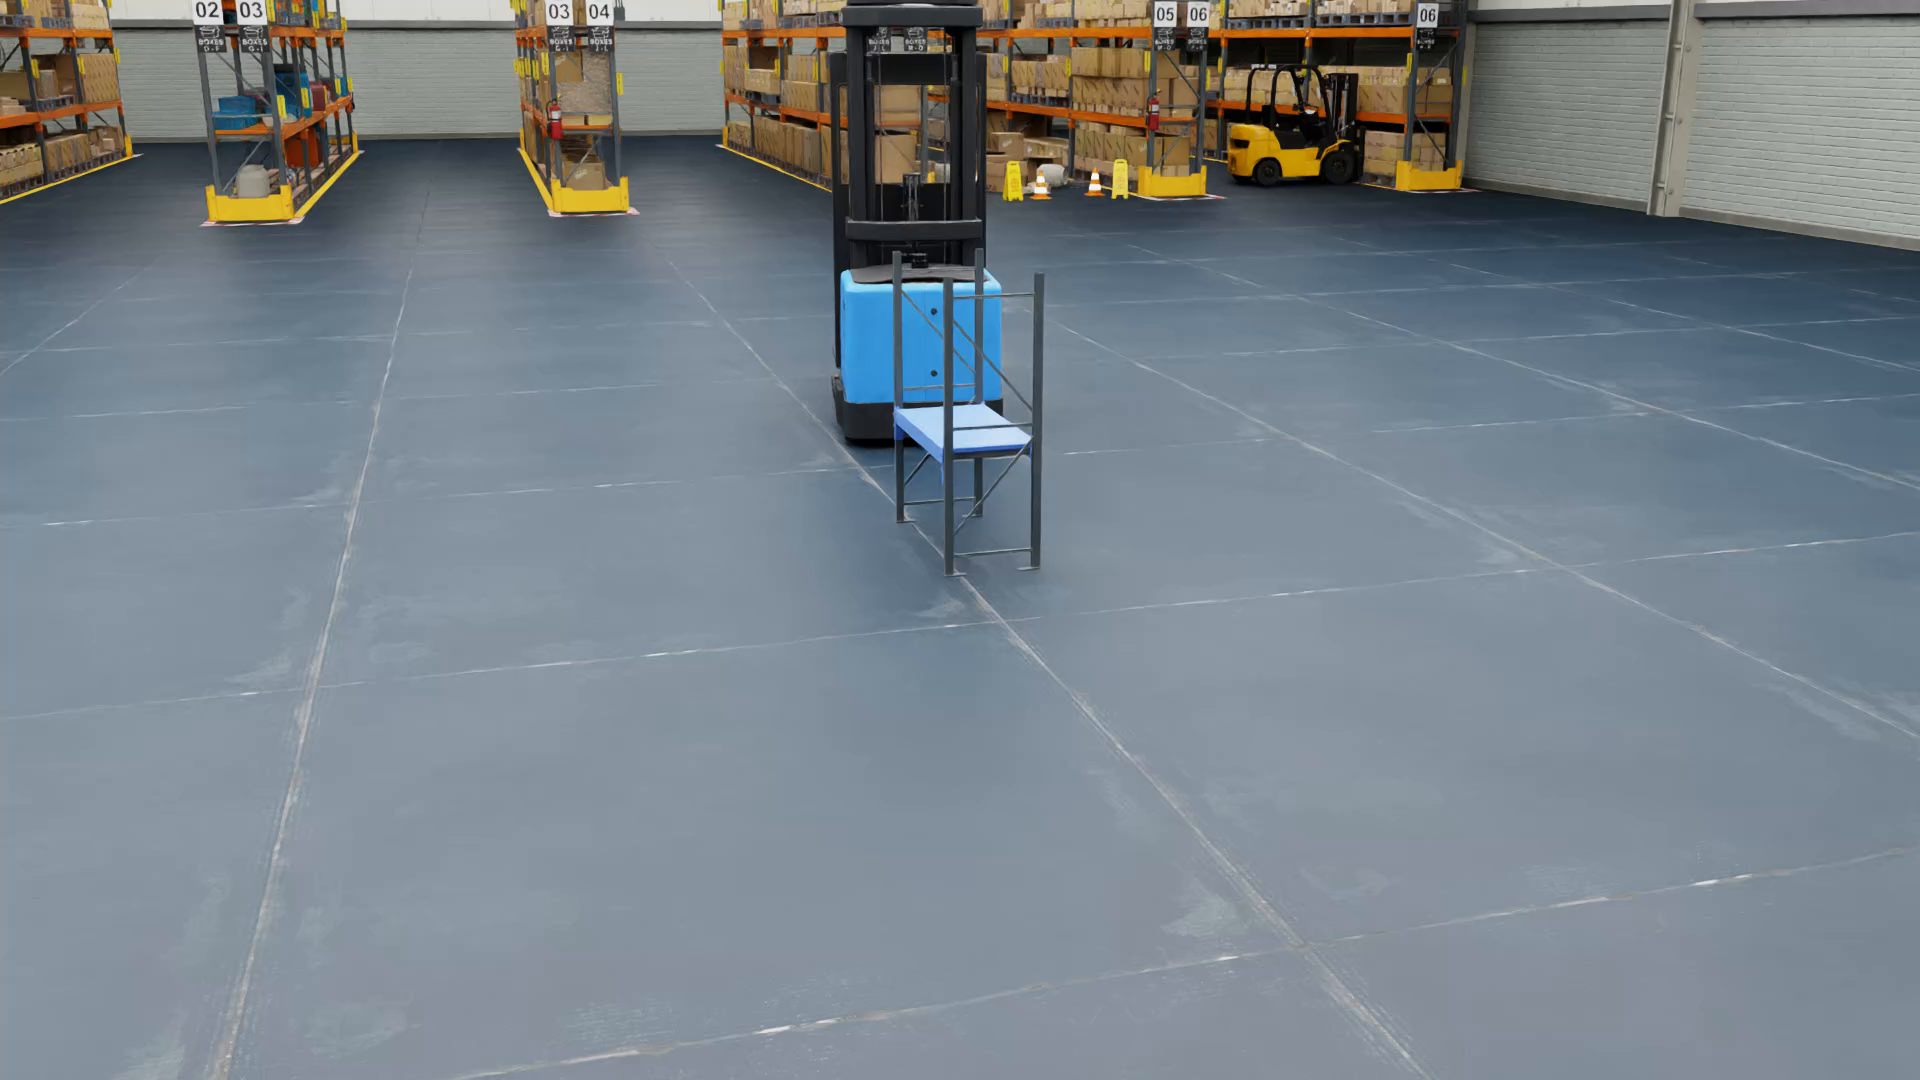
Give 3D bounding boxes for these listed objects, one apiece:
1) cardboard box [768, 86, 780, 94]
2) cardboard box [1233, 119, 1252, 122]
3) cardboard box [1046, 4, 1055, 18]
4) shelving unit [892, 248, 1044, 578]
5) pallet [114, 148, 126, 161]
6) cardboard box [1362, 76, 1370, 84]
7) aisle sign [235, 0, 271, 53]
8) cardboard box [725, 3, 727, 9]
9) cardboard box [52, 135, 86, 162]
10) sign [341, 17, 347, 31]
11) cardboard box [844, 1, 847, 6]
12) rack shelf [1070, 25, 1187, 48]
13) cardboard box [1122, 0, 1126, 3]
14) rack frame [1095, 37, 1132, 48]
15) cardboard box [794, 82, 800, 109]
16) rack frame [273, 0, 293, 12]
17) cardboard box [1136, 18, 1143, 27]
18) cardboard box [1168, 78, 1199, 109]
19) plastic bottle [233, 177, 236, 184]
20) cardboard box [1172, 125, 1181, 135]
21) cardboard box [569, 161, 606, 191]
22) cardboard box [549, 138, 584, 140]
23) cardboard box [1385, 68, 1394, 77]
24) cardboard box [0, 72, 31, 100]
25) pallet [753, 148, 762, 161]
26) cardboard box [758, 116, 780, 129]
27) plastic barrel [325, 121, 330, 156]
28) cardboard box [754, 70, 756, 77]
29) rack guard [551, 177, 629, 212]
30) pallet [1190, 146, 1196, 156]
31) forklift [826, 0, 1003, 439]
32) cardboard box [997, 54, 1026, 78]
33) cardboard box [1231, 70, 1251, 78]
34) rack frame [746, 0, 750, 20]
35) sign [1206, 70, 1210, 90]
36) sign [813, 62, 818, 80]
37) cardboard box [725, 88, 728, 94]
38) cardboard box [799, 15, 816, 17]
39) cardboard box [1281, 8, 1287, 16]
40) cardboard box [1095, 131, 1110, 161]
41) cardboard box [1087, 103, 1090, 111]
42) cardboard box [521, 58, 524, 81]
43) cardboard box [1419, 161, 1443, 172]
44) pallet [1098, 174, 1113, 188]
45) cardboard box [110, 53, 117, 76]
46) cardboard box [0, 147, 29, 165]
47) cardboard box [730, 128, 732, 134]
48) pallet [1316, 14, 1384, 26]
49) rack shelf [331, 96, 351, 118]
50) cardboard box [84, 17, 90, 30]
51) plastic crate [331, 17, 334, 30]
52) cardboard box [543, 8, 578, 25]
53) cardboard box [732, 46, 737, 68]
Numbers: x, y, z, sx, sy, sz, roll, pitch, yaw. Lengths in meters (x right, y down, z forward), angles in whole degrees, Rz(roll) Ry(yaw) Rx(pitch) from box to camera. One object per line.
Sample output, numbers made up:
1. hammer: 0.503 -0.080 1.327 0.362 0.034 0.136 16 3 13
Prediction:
1. cardboard box: -3.800 -9.398 34.731 0.380 0.149 0.250 -4 17 -14
2. cardboard box: 6.437 -9.513 37.896 0.380 0.149 0.250 -4 17 -12
3. cardboard box: 2.035 -10.527 33.101 0.500 0.250 0.500 -4 17 -15
4. shelving unit: 0.023 -0.695 8.658 0.538 1.500 1.048 -5 17 -15
5. pallet: -19.503 -8.706 37.570 1.003 0.211 1.213 -5 17 -15
6. cardboard box: 7.738 -8.602 31.074 0.380 0.149 0.250 -5 17 -15
7. aisle sign: -10.282 -7.497 24.176 0.394 0.787 0.004 -5 17 -15
8. cardboard box: -5.494 -12.965 40.383 0.380 0.149 0.250 -5 17 -15
9. cardboard box: -18.106 -7.939 33.749 0.500 0.500 0.500 -5 17 -15
10. sign: -14.456 -12.109 39.016 0.100 0.325 0.005 -5 17 -15
11. cardboard box: -1.721 -8.916 27.740 0.380 0.149 0.250 -5 17 -16
12. rack shelf: 3.158 -9.069 29.965 1.077 0.370 4.000 -5 17 -15
13. cardboard box: 3.082 -9.552 29.375 0.380 0.149 0.250 -5 17 -17
14. rack frame: 4.082 -12.243 44.495 1.000 3.000 0.127 -5 17 -15
15. cardboard box: -2.944 -8.702 32.532 0.500 0.500 0.500 -5 17 -16
16. rack frame: -11.683 -10.228 27.360 1.000 3.000 0.127 -5 17 -15
17. cardboard box: 3.240 -8.883 28.532 0.380 0.149 0.250 -5 17 -15
18. cardboard box: 3.844 -7.767 28.904 0.500 0.500 0.500 -5 17 -16
19. plastic bottle: -11.559 -5.662 26.546 0.061 0.283 0.133 -4 17 -14
20. cardboard box: 5.386 -9.704 39.658 0.500 0.500 0.500 -5 17 -17
21. cardboard box: -5.977 -5.818 26.722 0.500 0.500 0.500 -1 17 -5
22. cardboard box: -7.816 -7.683 32.895 0.700 0.500 0.500 -6 18 -18
23. cardboard box: 7.982 -8.536 30.338 0.380 0.149 0.250 -4 17 -14
24. cardboard box: -17.827 -8.485 31.082 0.700 0.500 0.500 -12 20 -34
25. pallet: -4.107 -8.773 37.790 1.003 0.211 1.213 -5 17 -15
26. cardboard box: -4.224 -9.314 37.057 0.500 0.250 0.500 -4 17 -14
27. plastic barrel: -13.748 -8.612 35.326 0.600 0.901 0.708 -5 17 -15
28. cardboard box: -4.300 -10.186 36.322 0.380 0.149 0.250 -4 17 -13
29. rack guard: -5.842 -5.464 26.273 1.175 0.500 0.348 -5 17 -15
30. pallet: 5.780 -9.241 39.348 1.003 0.211 1.213 -5 17 -15
31. forklift: -0.385 -2.442 11.988 1.130 2.935 3.031 -2 17 -6
32. cardboard box: 1.115 -10.285 36.067 0.500 0.500 0.500 -5 17 -17
33. cardboard box: 6.159 -10.203 36.404 0.380 0.149 0.250 -4 17 -14
34. rack frame: -4.322 -13.197 37.243 1.000 3.000 0.127 -5 17 -15
35. sign: 4.229 -7.881 28.470 0.100 0.325 0.005 -5 17 -15
36. sign: -2.643 -8.582 30.432 0.100 0.325 0.005 -5 17 -15
37. cardboard box: -5.648 -11.194 41.441 0.380 0.149 0.250 -5 17 -16
38. cardboard box: -3.124 -10.881 34.572 0.500 0.500 0.500 -5 17 -15
39. cardboard box: 6.785 -10.769 33.907 0.380 0.149 0.250 -5 17 -15
40. cardboard box: 2.810 -7.298 30.780 0.500 0.500 0.500 -4 17 -12
41. cardboard box: 2.608 -8.160 31.341 0.380 0.149 0.250 -5 17 -16
42. cardboard box: -9.636 -10.634 37.580 0.500 0.500 0.500 -5 17 -15
43. cardboard box: 8.532 -6.853 30.600 0.500 0.250 0.500 -5 17 -15
44. pallet: 3.165 -6.673 30.801 1.003 0.211 1.213 -5 17 -15
45. cardboard box: -19.357 -10.709 37.477 0.500 0.500 0.500 -5 17 -16
46. cardboard box: -16.880 -6.815 29.501 0.500 0.311 0.500 -5 17 -16
47. cardboard box: -5.503 -10.163 41.279 0.380 0.149 0.250 -5 17 -16
48. pallet: 7.639 -10.084 32.247 1.003 0.211 1.213 -5 17 -15
49. rack shelf: -14.431 -9.776 37.535 1.077 0.370 4.000 -5 17 -15
50. cardboard box: -18.810 -10.973 35.315 0.500 0.250 0.500 -5 17 -15
51. plastic crate: -13.959 -11.307 36.393 0.497 0.269 0.590 -5 17 -15
52. cardboard box: -6.198 -8.118 25.810 0.500 0.250 0.500 -4 17 -14
53. cardboard box: -5.144 -11.529 39.689 0.500 0.500 0.500 -5 18 -17
